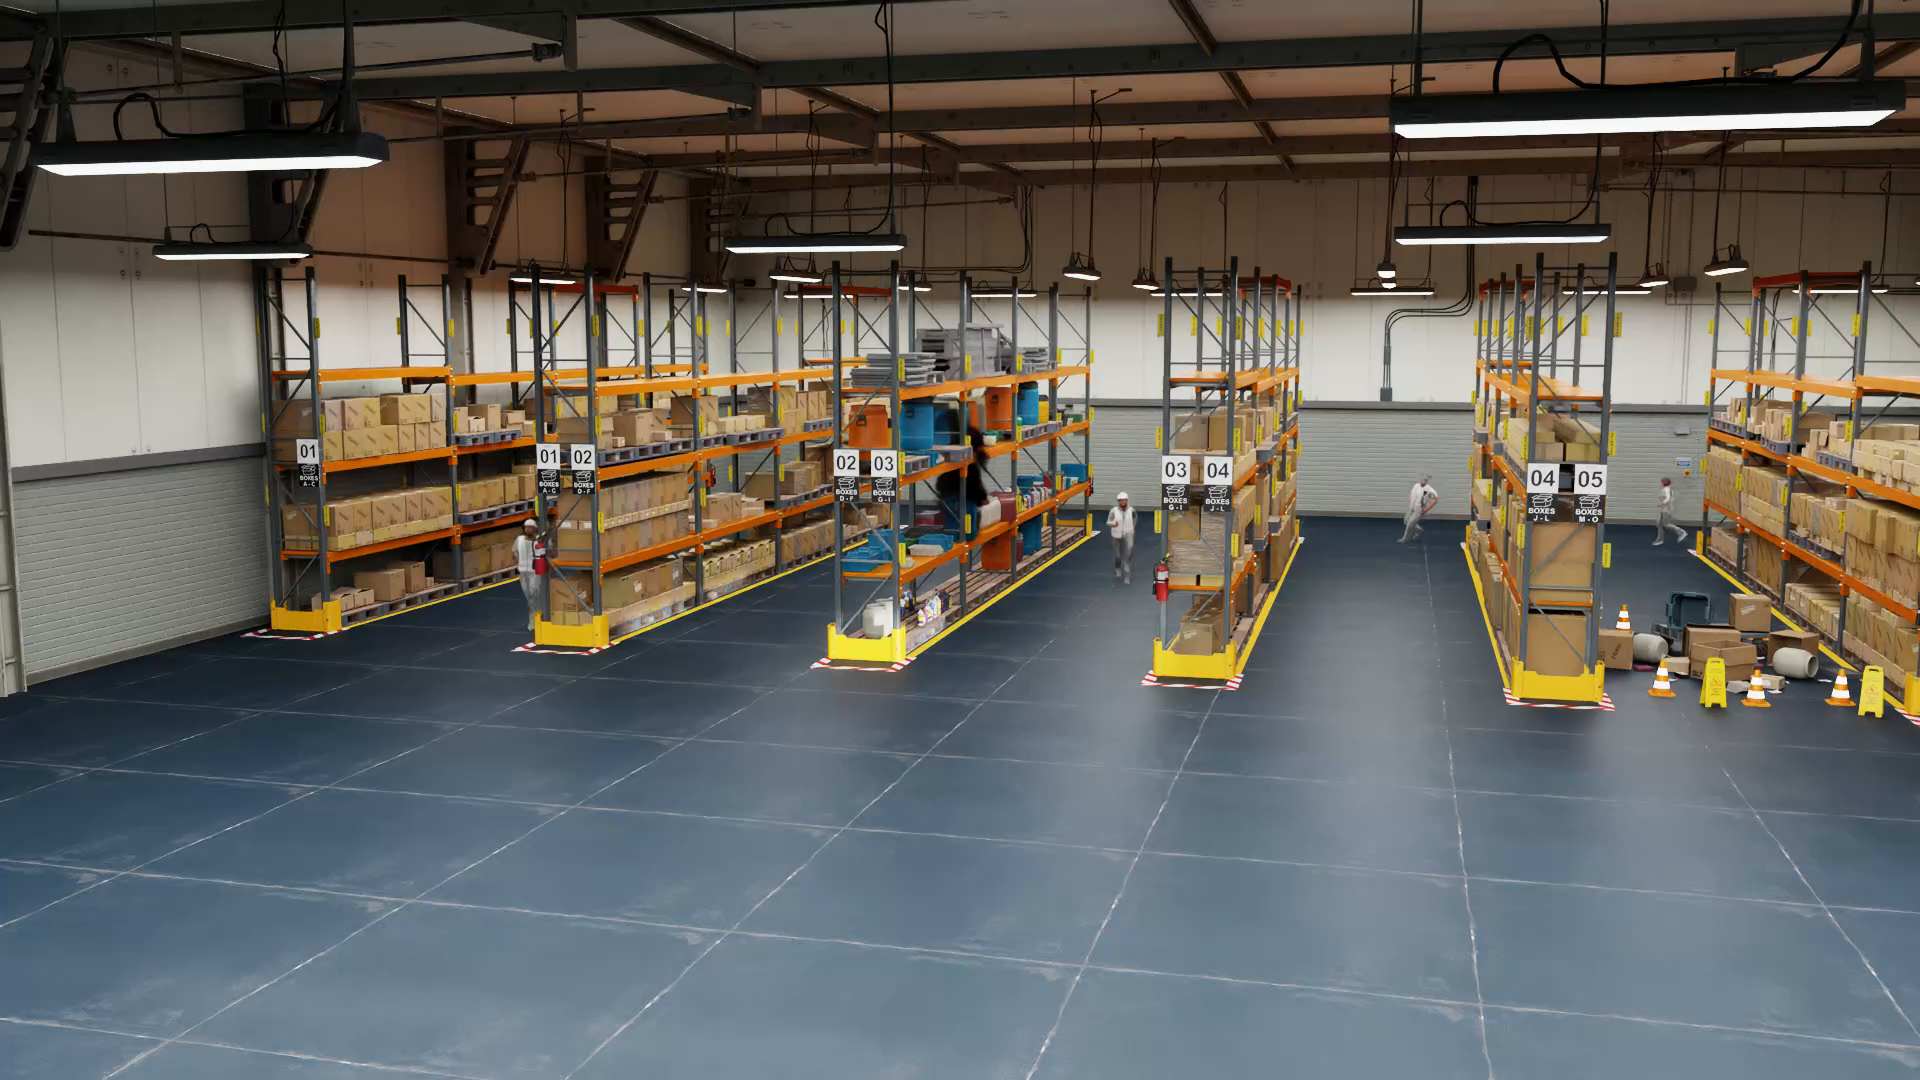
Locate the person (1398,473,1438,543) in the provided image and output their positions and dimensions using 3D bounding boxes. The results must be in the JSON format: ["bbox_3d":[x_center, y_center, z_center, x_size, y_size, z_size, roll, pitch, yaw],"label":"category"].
[{"bbox_3d":[10.764,-0.743,38.956,0.659,1.671,0.750,-4,8,-29],"label":"person"}]

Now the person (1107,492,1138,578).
[{"bbox_3d":[3.210,-0.083,32.911,0.623,1.745,0.943,1,7,4],"label":"person"}]

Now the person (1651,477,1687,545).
[{"bbox_3d":[16.371,-0.646,38.330,0.758,1.602,0.549,3,8,23],"label":"person"}]

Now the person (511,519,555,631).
[{"bbox_3d":[-7.223,0.516,28.002,0.657,1.747,0.763,1,7,8],"label":"person"}]
